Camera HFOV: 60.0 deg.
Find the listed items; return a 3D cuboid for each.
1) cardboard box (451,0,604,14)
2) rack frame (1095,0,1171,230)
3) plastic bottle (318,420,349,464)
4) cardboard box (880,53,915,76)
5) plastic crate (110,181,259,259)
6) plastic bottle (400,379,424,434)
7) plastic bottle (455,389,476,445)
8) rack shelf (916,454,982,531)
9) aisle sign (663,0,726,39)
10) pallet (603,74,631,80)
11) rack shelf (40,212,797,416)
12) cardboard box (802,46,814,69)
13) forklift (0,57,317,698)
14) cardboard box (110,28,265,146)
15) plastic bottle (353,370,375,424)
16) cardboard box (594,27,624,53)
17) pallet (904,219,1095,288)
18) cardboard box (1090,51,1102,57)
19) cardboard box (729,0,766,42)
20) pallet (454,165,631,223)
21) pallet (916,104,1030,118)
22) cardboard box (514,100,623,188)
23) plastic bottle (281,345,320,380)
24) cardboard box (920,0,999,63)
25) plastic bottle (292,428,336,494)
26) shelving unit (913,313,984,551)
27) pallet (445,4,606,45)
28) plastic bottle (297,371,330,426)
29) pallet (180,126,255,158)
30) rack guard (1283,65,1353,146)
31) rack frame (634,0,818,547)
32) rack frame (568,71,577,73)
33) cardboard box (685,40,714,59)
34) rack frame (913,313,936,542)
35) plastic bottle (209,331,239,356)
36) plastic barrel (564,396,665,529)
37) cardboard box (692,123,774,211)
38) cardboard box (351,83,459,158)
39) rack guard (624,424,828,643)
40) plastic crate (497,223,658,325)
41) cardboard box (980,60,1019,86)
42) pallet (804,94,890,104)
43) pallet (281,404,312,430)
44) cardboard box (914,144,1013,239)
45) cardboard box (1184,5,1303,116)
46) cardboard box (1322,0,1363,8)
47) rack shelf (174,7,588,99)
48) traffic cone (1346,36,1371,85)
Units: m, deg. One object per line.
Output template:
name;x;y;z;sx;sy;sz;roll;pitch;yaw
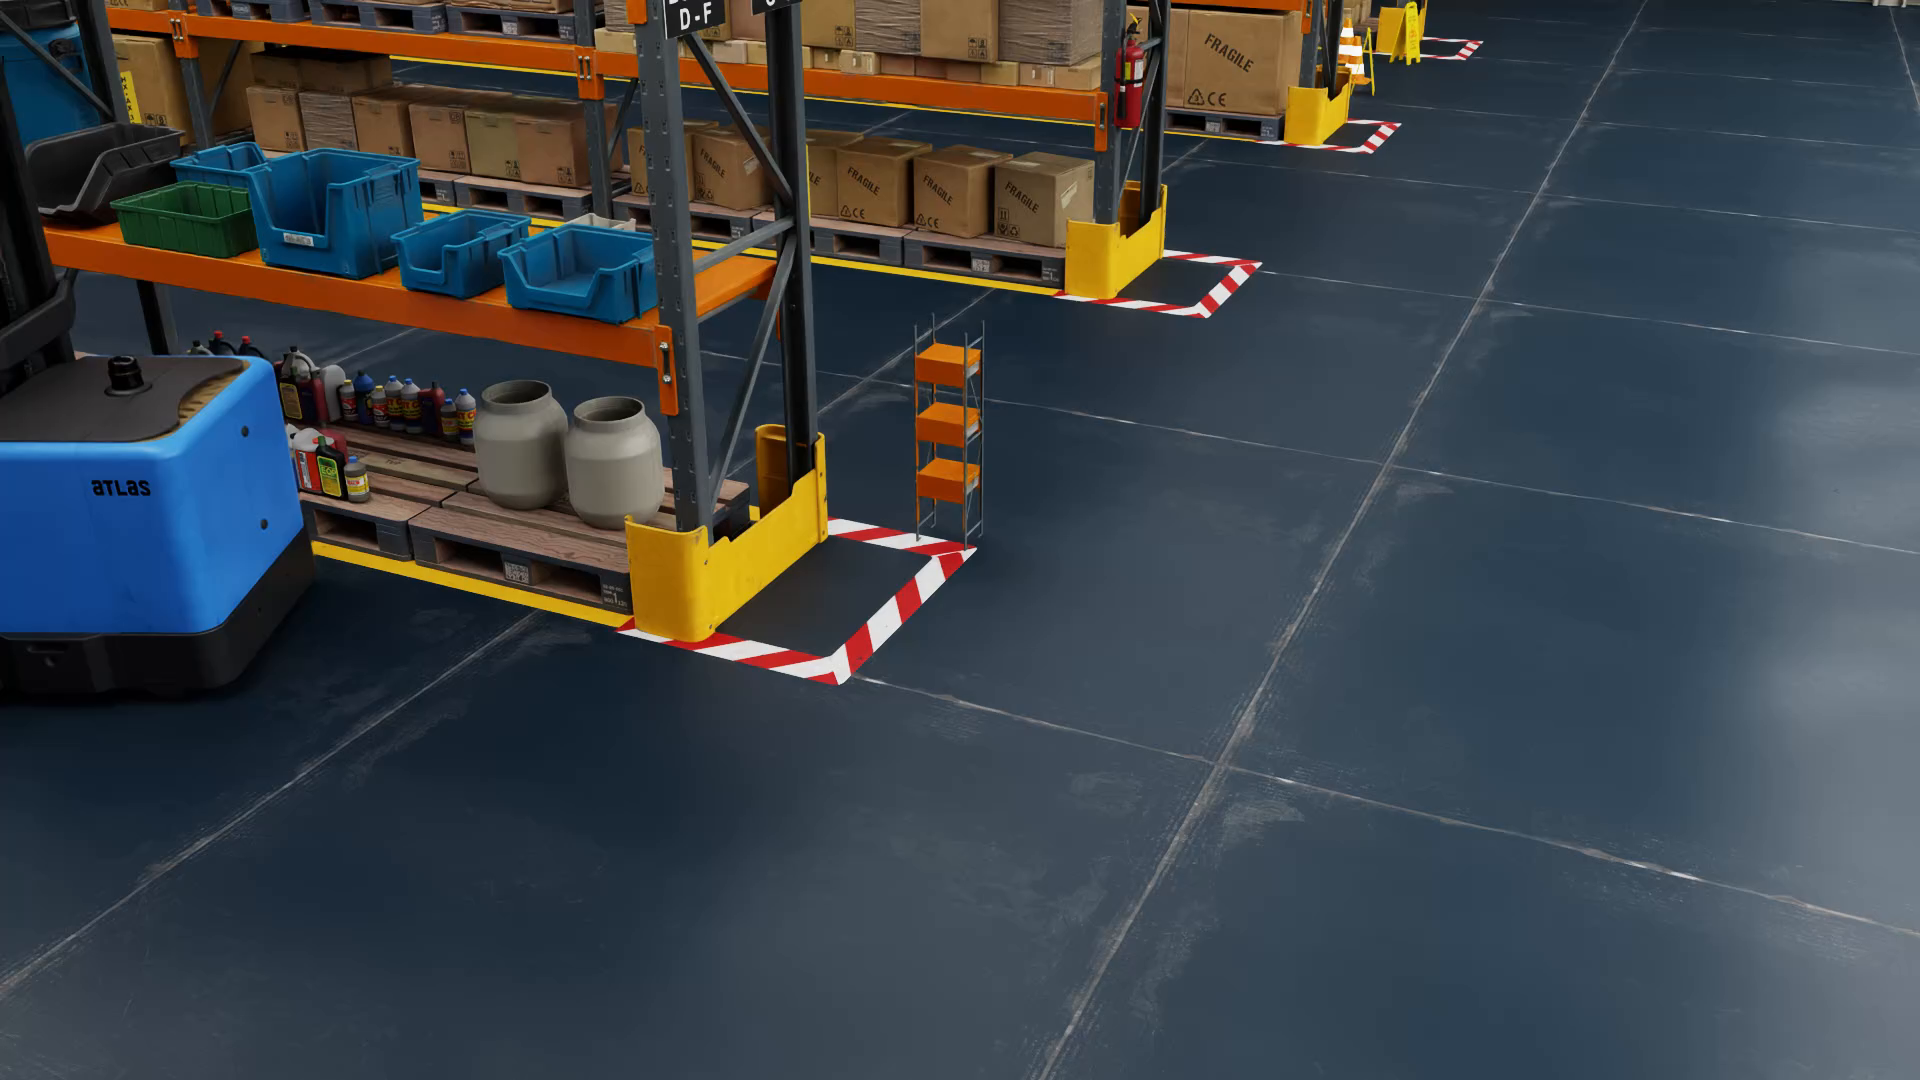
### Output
cardboard box;-3.162;-4.564;12.469;1.000;1.000;1.000;12;28;22
rack frame;1.144;-3.174;10.800;0.127;3.000;1.000;11;28;22
plastic bottle;-2.934;-0.420;7.785;0.133;0.283;0.061;11;28;22
cardboard box;-0.345;-3.252;11.243;0.250;0.149;0.380;11;28;22
plastic crate;-3.428;-1.457;7.552;0.662;0.188;0.450;11;28;22
plastic bottle;-2.740;-0.675;8.315;0.097;0.271;0.097;0;26;0
plastic bottle;-2.428;-0.612;8.188;0.097;0.271;0.097;0;26;0
rack shelf;-0.049;-0.222;7.666;0.240;0.259;0.215;11;28;22
aisle sign;-0.964;-2.216;5.911;0.004;0.787;0.394;11;28;22
pallet;-3.307;-5.187;18.046;1.213;0.211;1.003;11;28;22
rack shelf;-2.727;-1.225;7.656;4.000;0.370;1.077;11;28;22
cardboard box;-1.055;-3.363;11.469;0.250;0.149;0.380;11;28;22
forklift;-4.332;-0.912;6.284;3.031;2.935;1.130;0;26;1
cardboard box;-6.758;-4.006;14.421;0.875;0.875;1.225;10;28;19
plastic bottle;-3.015;-0.730;8.428;0.097;0.271;0.097;0;26;0
cardboard box;-2.426;-3.632;12.015;0.250;0.149;0.380;11;28;22
pallet;0.350;-2.099;11.775;1.213;0.211;1.003;11;28;22
cardboard box;0.983;-3.209;11.156;0.250;0.149;0.380;11;28;22
cardboard box;-1.176;-3.820;11.662;0.500;0.500;0.875;11;28;22
pallet;-3.206;-2.796;13.189;1.213;0.211;1.003;11;28;22
pallet;0.308;-4.459;16.568;1.213;0.211;1.003;11;28;22
cardboard box;-3.047;-3.102;12.986;0.500;0.500;0.700;9;28;18
plastic bottle;-3.373;-0.826;8.533;0.185;0.351;0.144;11;28;21
cardboard box;0.150;-3.507;11.026;0.500;0.500;0.875;11;28;22
plastic bottle;-2.977;-0.374;7.699;0.135;0.276;0.152;12;28;22
shelving unit;-0.049;-0.481;7.538;0.252;1.050;0.215;11;28;22
pallet;-3.133;-4.017;12.730;1.213;0.211;1.003;11;28;22
plastic bottle;-3.270;-0.722;8.397;0.133;0.283;0.061;11;28;22
pallet;-6.825;-3.560;14.741;1.213;0.211;1.003;11;28;22
rack guard;3.311;-4.024;15.356;0.348;0.500;1.175;11;28;22
rack frame;-0.906;-1.182;6.755;0.127;3.000;1.000;11;28;22
rack frame;-3.993;-6.612;17.784;0.127;3.000;1.000;11;28;22
cardboard box;-1.733;-3.504;11.757;0.250;0.149;0.380;11;28;22
rack frame;-0.160;-0.503;7.584;0.008;1.050;0.200;11;28;22
plastic bottle;-3.842;-0.920;8.724;0.185;0.351;0.144;11;28;20
plastic barrel;-1.537;-0.344;7.394;0.421;0.512;0.421;0;26;0
cardboard box;-1.625;-2.781;12.357;0.500;0.500;0.500;22;34;38
cardboard box;-4.491;-3.401;13.593;0.500;0.500;0.700;14;29;26
rack guard;-0.995;-0.056;7.297;0.348;0.500;1.175;11;28;22
plastic crate;-1.486;-1.086;6.729;0.616;0.251;0.499;11;28;22
cardboard box;0.323;-3.101;10.937;0.250;0.149;0.380;11;28;22
pallet;-1.086;-4.740;17.139;1.213;0.211;1.003;11;28;22
pallet;-3.953;-0.523;8.573;1.213;0.211;1.003;11;28;22
cardboard box;0.024;-2.457;11.699;0.500;0.500;0.500;20;33;35
cardboard box;2.645;-4.482;15.387;0.875;0.875;0.875;12;28;22
cardboard box;4.409;-6.491;19.327;0.500;0.500;0.500;12;28;22
rack shelf;-4.318;-3.948;13.187;4.000;0.370;1.077;11;28;22
traffic cone;4.171;-5.072;17.527;0.334;0.463;0.336;11;28;22
